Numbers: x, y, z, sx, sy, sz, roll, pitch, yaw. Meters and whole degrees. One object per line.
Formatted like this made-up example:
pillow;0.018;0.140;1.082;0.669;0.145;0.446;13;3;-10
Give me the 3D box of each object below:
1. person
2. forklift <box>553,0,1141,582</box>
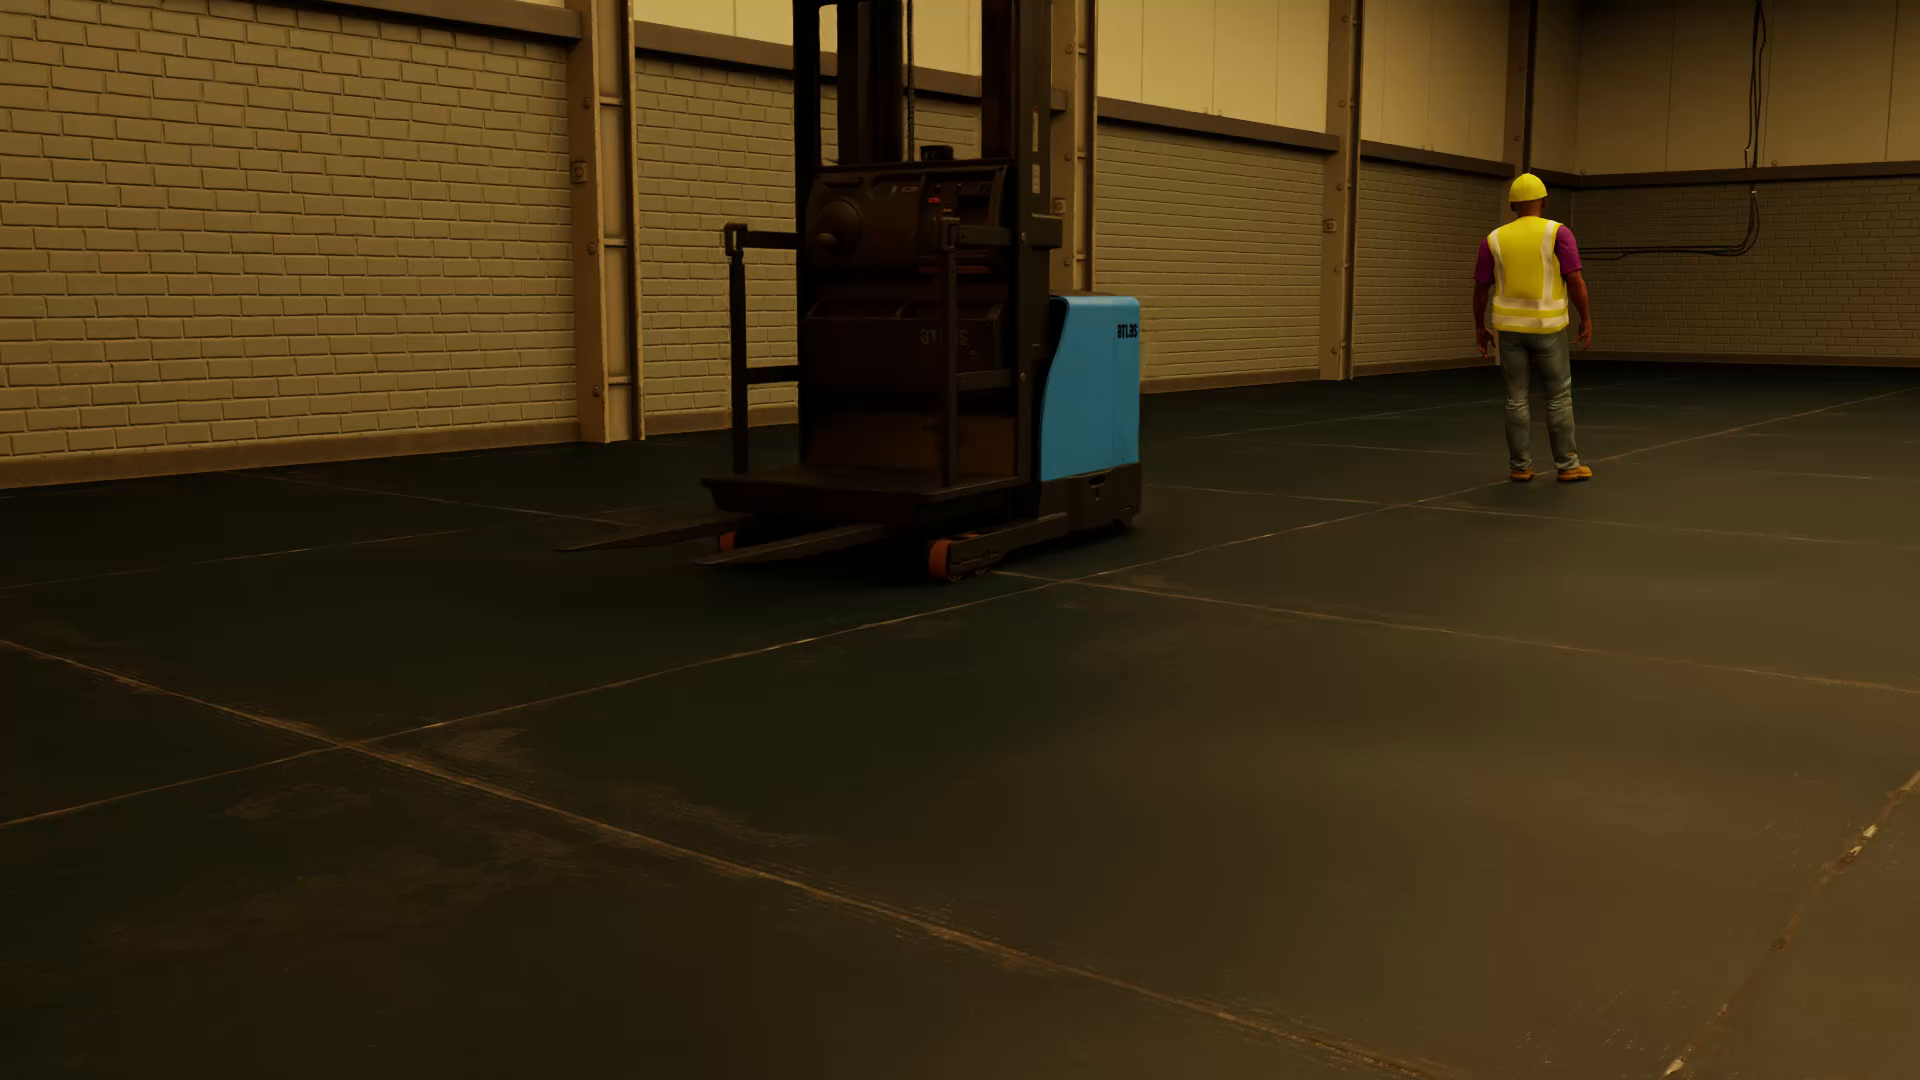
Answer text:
person;3.360;-1.239;9.724;0.665;1.765;0.577;6;10;34
forklift;-0.335;-1.364;6.605;1.130;2.935;3.031;5;10;30
